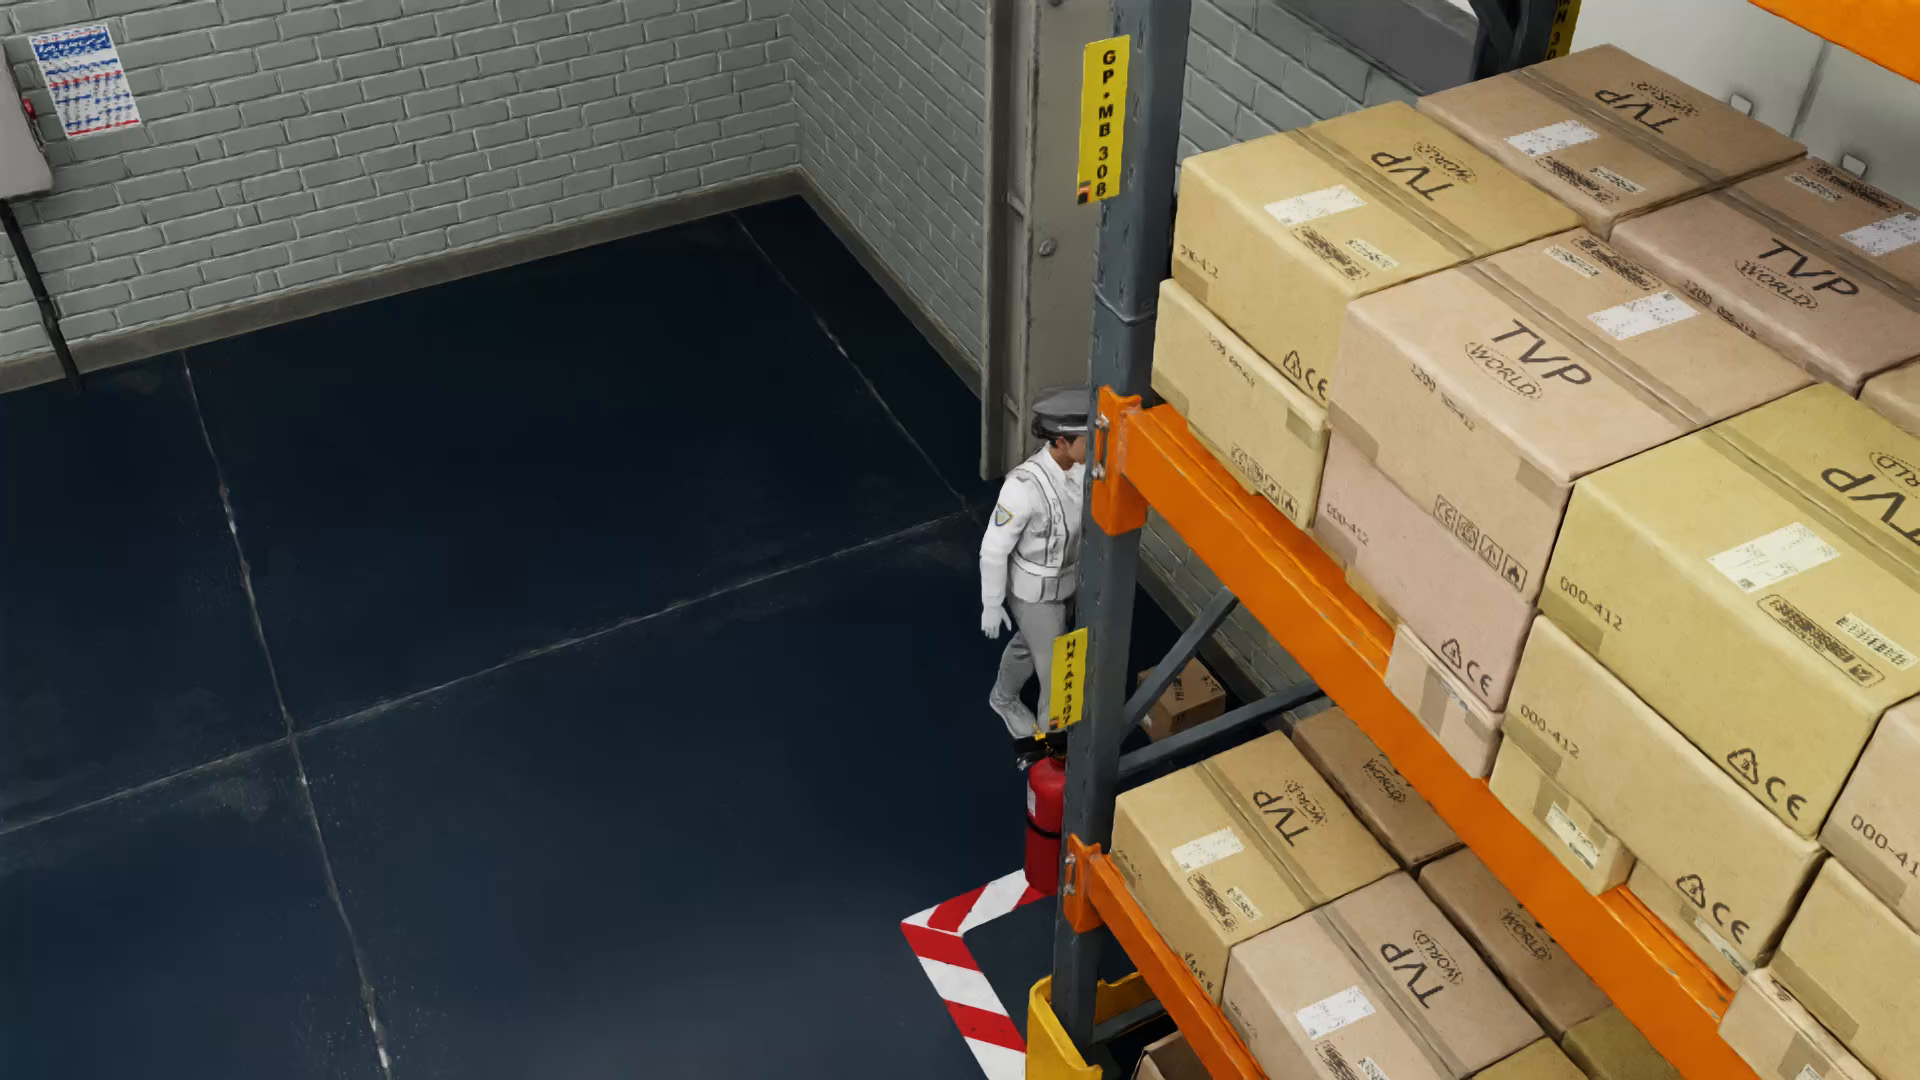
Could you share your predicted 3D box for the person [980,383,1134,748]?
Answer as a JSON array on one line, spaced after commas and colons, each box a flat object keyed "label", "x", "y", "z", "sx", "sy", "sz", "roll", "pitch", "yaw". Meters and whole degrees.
[{"label": "person", "x": 0.386, "y": 0.196, "z": 5.923, "sx": 0.739, "sy": 1.649, "sz": 0.540, "roll": 31, "pitch": 50, "yaw": 31}]
